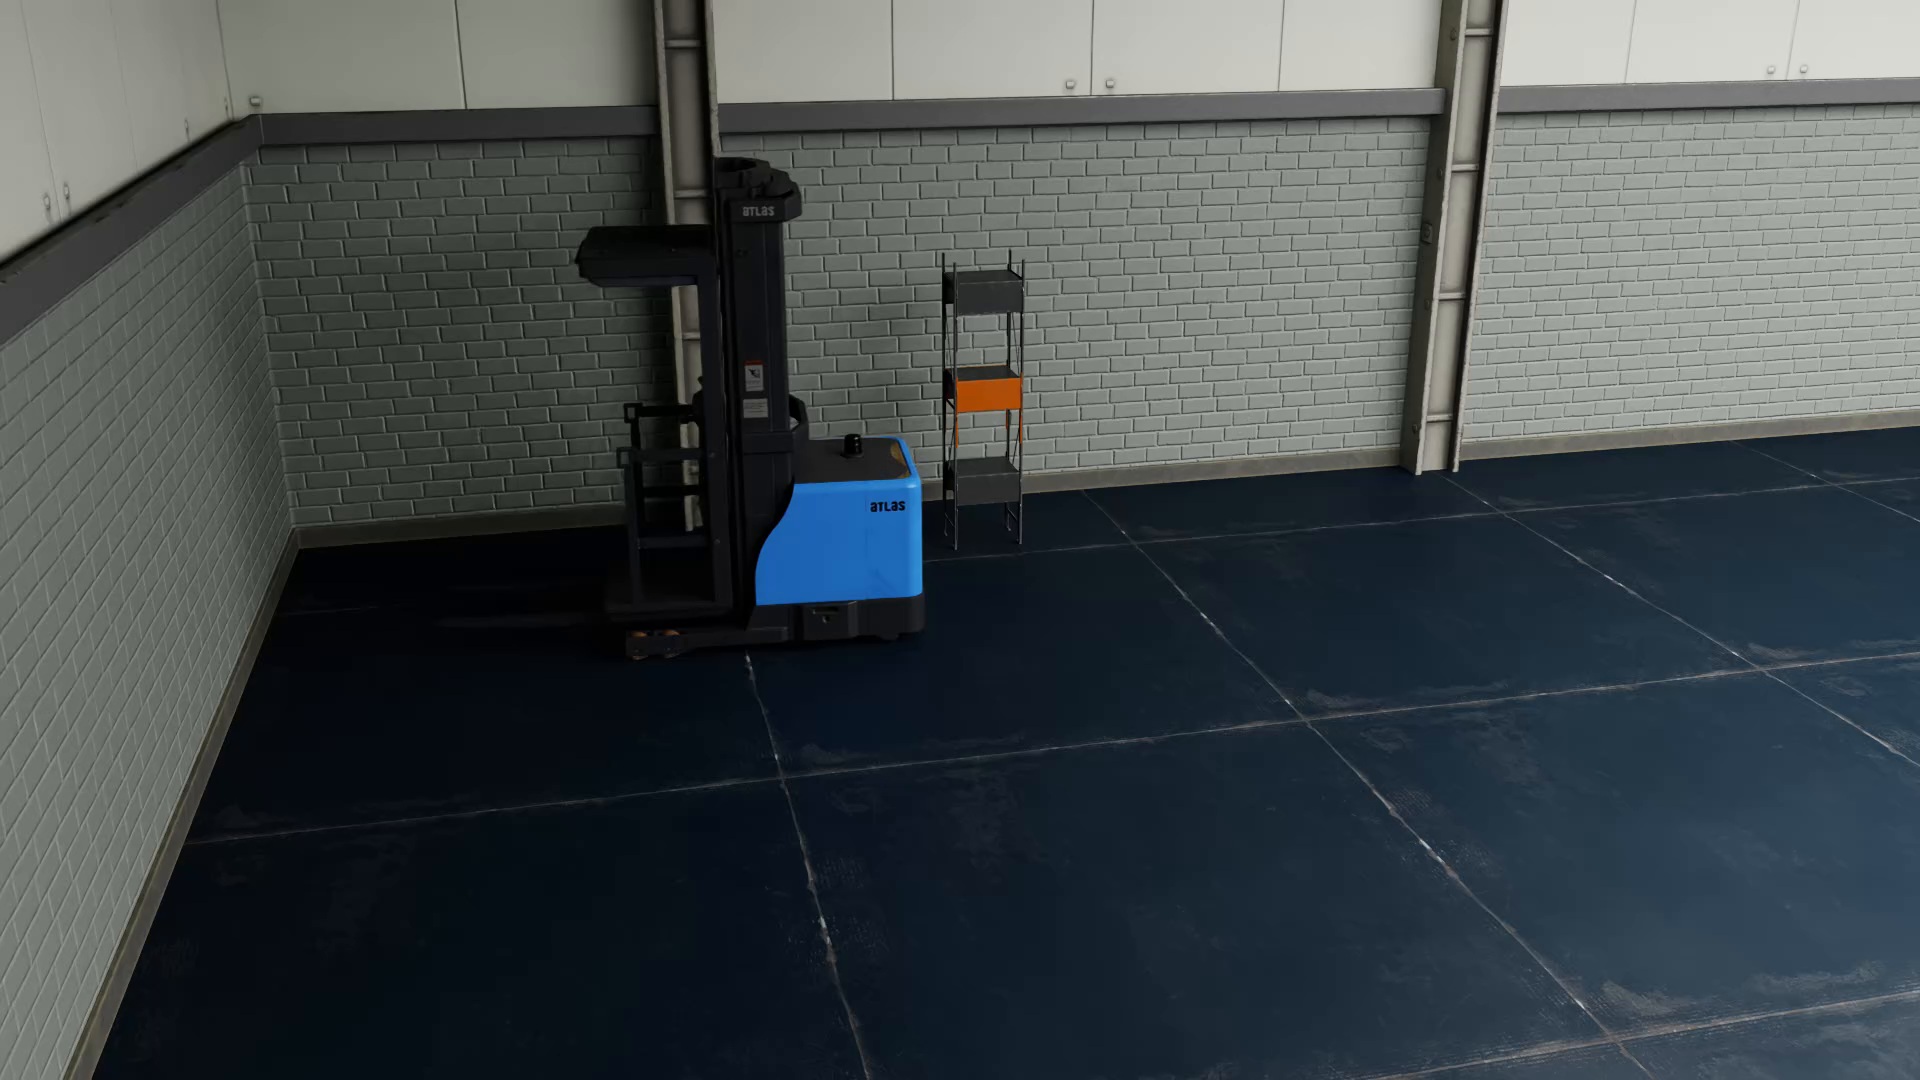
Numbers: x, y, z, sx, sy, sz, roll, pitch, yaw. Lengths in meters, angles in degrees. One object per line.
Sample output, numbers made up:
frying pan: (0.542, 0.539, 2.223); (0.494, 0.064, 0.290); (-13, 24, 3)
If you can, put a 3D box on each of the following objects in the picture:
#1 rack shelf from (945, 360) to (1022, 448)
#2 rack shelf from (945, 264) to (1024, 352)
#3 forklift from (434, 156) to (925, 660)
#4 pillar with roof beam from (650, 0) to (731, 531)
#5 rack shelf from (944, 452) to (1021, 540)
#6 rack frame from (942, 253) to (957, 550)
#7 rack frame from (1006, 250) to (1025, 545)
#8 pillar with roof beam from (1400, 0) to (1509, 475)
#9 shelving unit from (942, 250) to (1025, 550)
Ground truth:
rack shelf: (0.161, -0.986, 11.994); (0.480, 0.518, 0.431); (-5, 21, -12)
rack shelf: (0.161, -1.644, 11.753); (0.480, 0.518, 0.431); (-5, 21, -12)
forklift: (-1.785, -0.831, 10.321); (3.031, 2.935, 1.130); (-3, 20, -8)
pillar with roof beam: (-0.916, -2.917, 7.195); (0.400, 9.000, 9.100); (-5, 21, -12)
rack shelf: (0.161, -0.329, 12.235); (0.480, 0.518, 0.431); (-5, 21, -12)
rack frame: (-0.076, -0.980, 11.936); (0.015, 2.100, 0.400); (-5, 21, -12)
rack frame: (0.399, -1.018, 12.042); (0.015, 2.100, 0.400); (-5, 21, -12)
pillar with roof beam: (4.923, -3.392, 8.491); (0.400, 9.000, 9.100); (-5, 21, -12)
shelving unit: (0.161, -0.999, 11.989); (0.503, 2.100, 0.431); (-5, 21, -12)
